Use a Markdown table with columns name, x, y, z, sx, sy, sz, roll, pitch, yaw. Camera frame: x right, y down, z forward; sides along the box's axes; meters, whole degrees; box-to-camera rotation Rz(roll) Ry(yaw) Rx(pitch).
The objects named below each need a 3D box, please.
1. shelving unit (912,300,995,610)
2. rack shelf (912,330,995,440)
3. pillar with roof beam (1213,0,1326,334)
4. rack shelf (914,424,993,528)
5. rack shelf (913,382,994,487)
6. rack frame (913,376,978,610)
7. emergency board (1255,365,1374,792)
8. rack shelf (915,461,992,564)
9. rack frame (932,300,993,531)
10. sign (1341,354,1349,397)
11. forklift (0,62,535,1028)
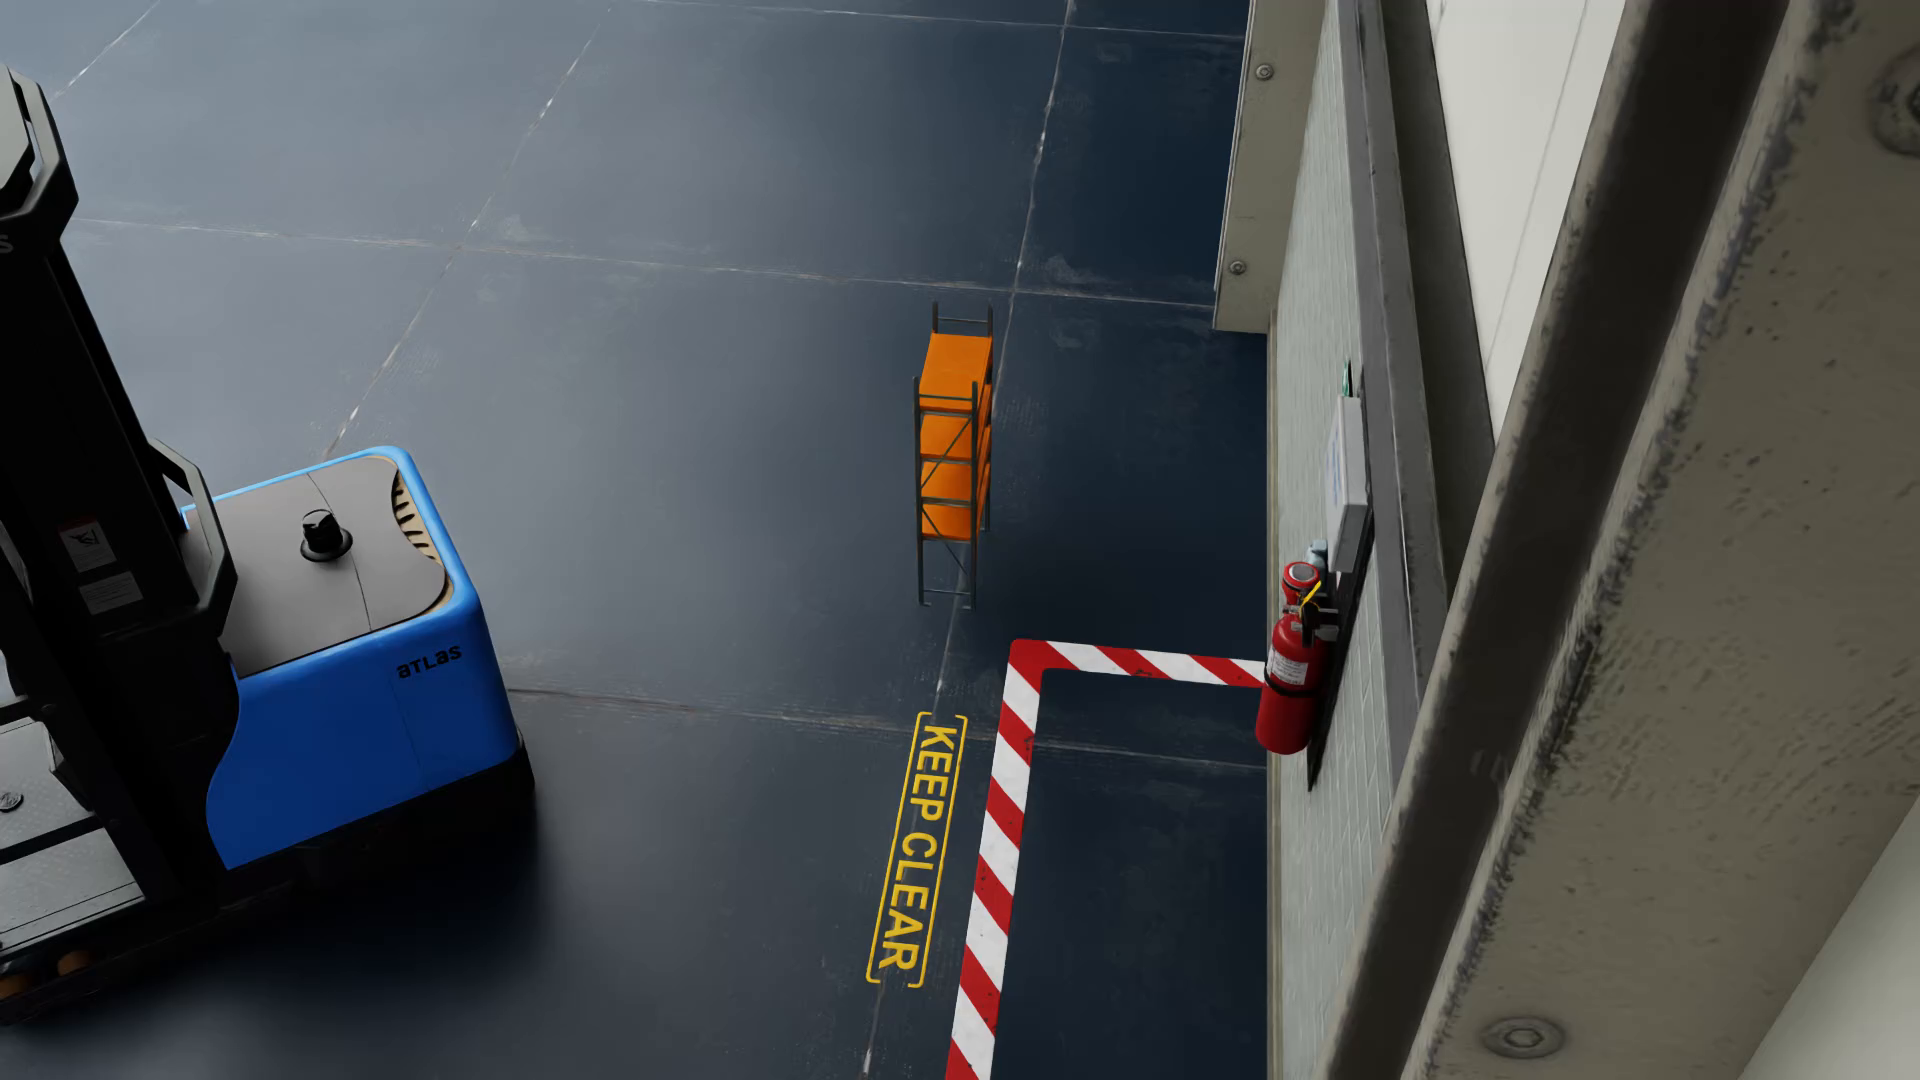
| name | x | y | z | sx | sy | sz | roll | pitch | yaw |
| --- | --- | --- | --- | --- | --- | --- | --- | --- | --- |
| shelving unit | -0.022 | -0.323 | 6.741 | 0.258 | 1.200 | 0.503 | 5 | 44 | 6 |
| rack shelf | -0.022 | -0.608 | 6.470 | 0.258 | 0.148 | 0.480 | 5 | 44 | 6 |
| pillar with roof beam | -2.812 | -4.843 | 5.842 | 9.100 | 9.000 | 0.400 | 5 | 44 | 6 |
| rack shelf | -0.022 | -0.274 | 6.787 | 0.258 | 0.148 | 0.480 | 5 | 44 | 6 |
| rack shelf | -0.022 | -0.436 | 6.633 | 0.258 | 0.148 | 0.480 | 5 | 44 | 6 |
| rack frame | -0.054 | -0.157 | 6.565 | 0.240 | 1.200 | 0.015 | 5 | 44 | 6 |
| emergency board | 1.026 | 0.135 | 4.948 | 0.194 | 1.169 | 0.643 | 5 | 44 | 6 |
| rack shelf | -0.022 | -0.130 | 6.923 | 0.258 | 0.148 | 0.480 | 5 | 44 | 6 |
| rack frame | 0.010 | -0.489 | 6.916 | 0.240 | 1.200 | 0.015 | 5 | 44 | 6 |
| sign | 1.192 | -0.435 | 5.139 | 0.001 | 0.109 | 0.331 | 5 | 44 | 6 |
| forklift | -3.127 | 0.126 | 5.007 | 3.031 | 2.935 | 1.130 | -21 | 47 | -21 |
